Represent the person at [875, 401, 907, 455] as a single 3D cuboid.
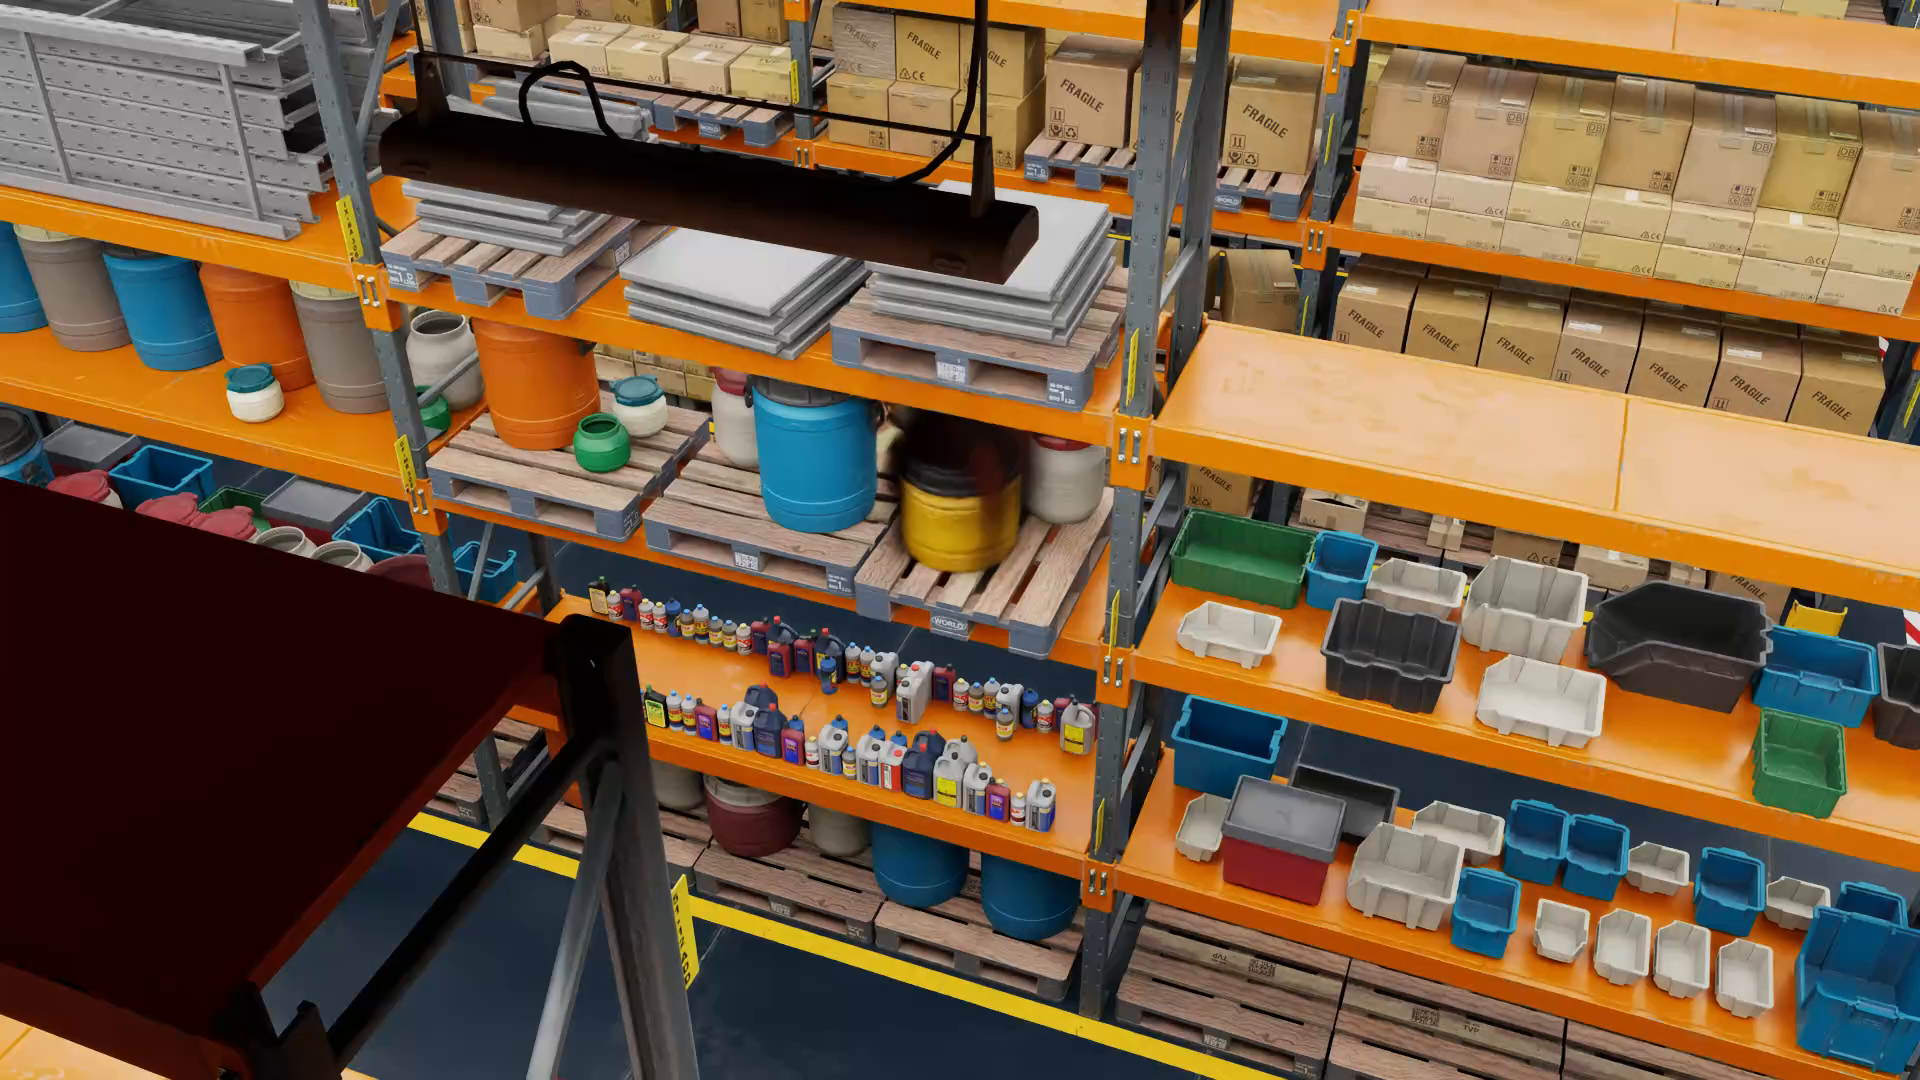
[{"bbox_3d":[-0.613,-0.315,12.351,0.520,1.735,0.431,26,44,31],"label":"person"}]
